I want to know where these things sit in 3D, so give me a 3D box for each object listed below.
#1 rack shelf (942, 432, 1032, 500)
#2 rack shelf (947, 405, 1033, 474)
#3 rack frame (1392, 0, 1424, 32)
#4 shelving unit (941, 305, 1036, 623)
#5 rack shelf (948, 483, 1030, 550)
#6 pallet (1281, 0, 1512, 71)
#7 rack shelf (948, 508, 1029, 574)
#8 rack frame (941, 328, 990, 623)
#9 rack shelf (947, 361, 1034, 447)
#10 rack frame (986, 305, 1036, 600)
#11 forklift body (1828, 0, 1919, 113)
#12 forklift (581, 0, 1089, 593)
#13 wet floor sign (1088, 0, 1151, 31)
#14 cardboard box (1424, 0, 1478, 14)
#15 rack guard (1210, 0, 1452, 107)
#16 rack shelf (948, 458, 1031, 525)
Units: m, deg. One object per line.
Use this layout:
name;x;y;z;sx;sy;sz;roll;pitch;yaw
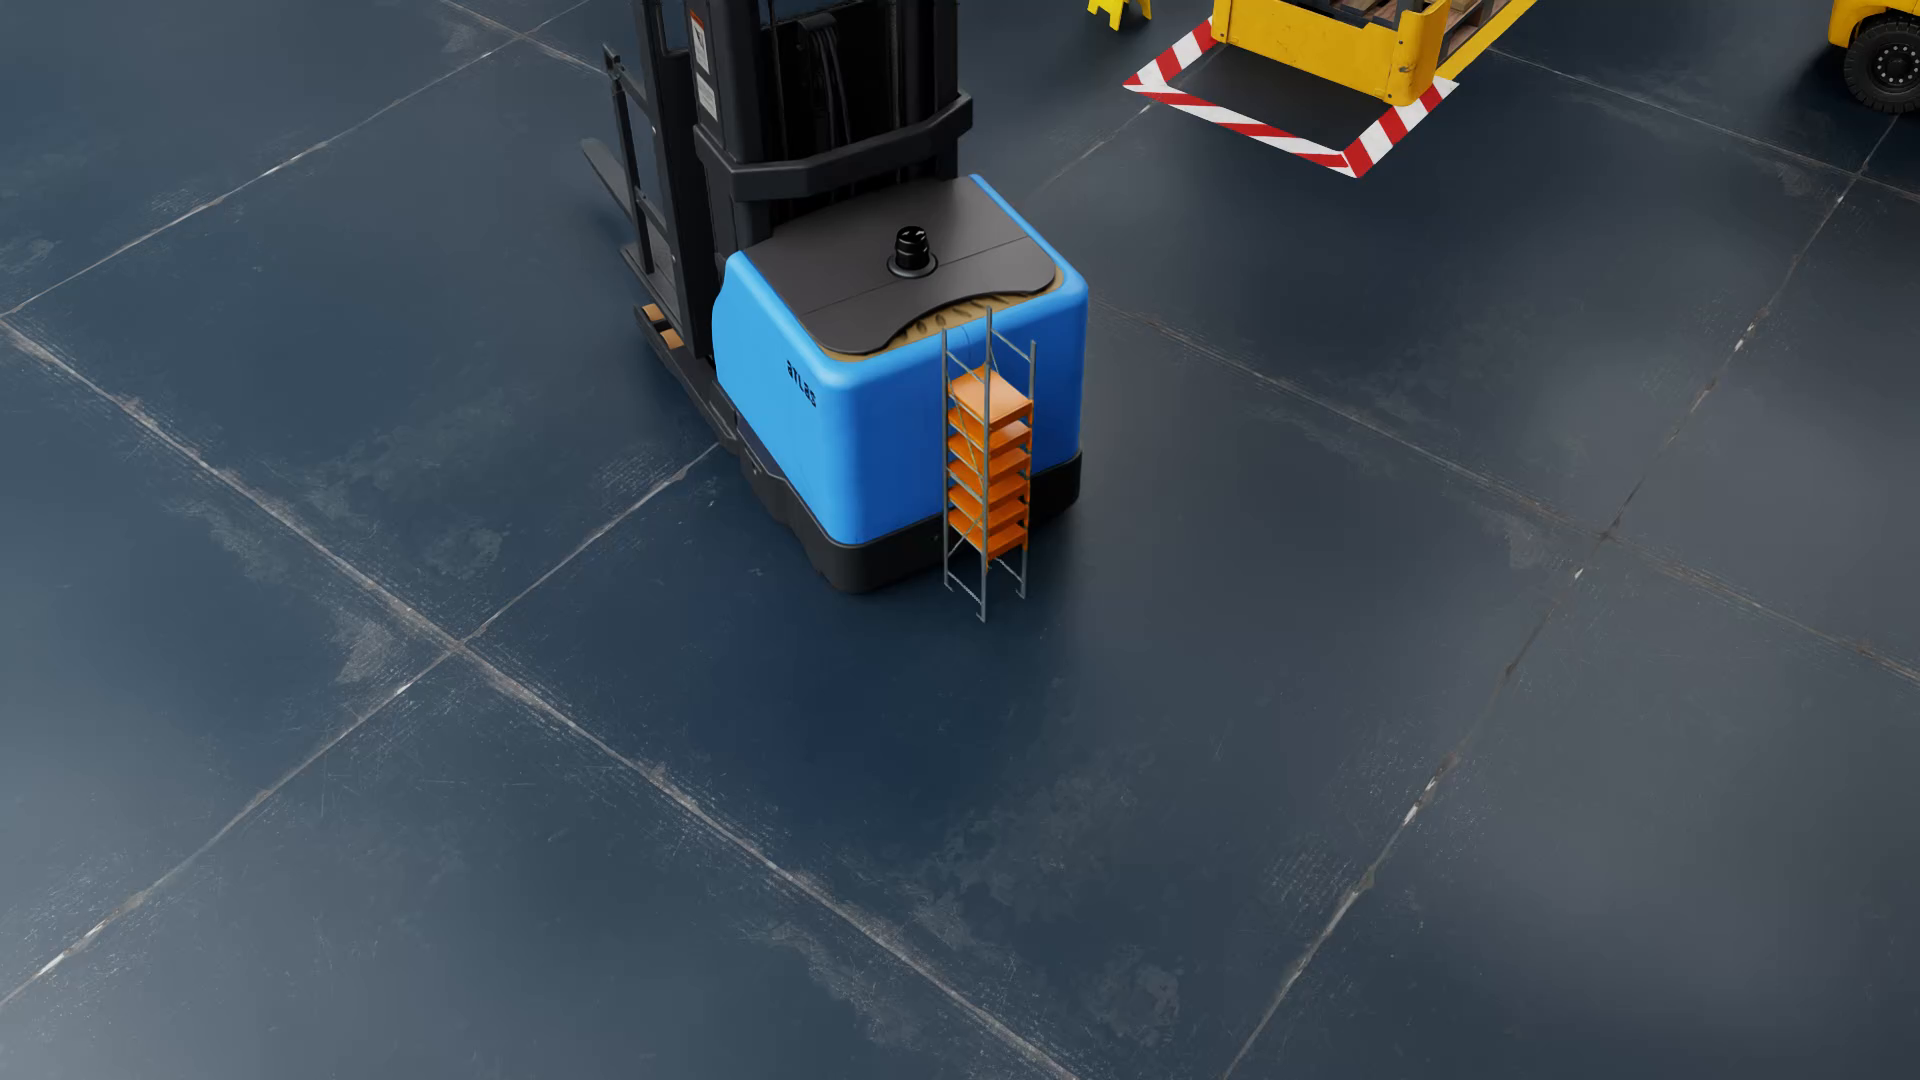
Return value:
rack shelf;0.090;-0.277;5.581;0.180;0.103;0.258;-29;53;-25
rack shelf;0.090;-0.360;5.494;0.180;0.103;0.258;-29;53;-25
rack frame;1.821;-3.499;7.518;1.000;3.000;0.127;29;53;25
shelving unit;0.090;-0.225;5.635;0.189;1.200;0.258;-29;53;-25
rack shelf;0.090;-0.112;5.754;0.180;0.103;0.258;-29;53;-25
pallet;2.392;-3.028;8.997;1.003;0.211;1.213;29;53;25
rack shelf;0.090;-0.029;5.841;0.180;0.103;0.258;-29;53;-25
rack frame;0.017;-0.185;5.597;0.006;1.200;0.240;-29;53;-25
rack shelf;0.090;-0.443;5.407;0.180;0.103;0.258;-29;53;-25
rack frame;0.162;-0.266;5.674;0.006;1.200;0.240;-29;53;-25
forklift body;5.467;-2.905;7.537;2.313;2.155;1.214;29;53;25
forklift;-0.716;-1.880;6.019;1.130;2.935;3.031;-23;50;-20
wet floor sign;0.858;-3.050;8.717;0.232;0.644;0.267;-25;51;-22
cardboard box;2.533;-3.033;8.684;0.500;0.250;0.500;29;53;25
rack guard;1.868;-2.679;8.463;1.175;0.500;0.348;29;53;25
rack shelf;0.090;-0.194;5.667;0.180;0.103;0.258;-29;53;-25
